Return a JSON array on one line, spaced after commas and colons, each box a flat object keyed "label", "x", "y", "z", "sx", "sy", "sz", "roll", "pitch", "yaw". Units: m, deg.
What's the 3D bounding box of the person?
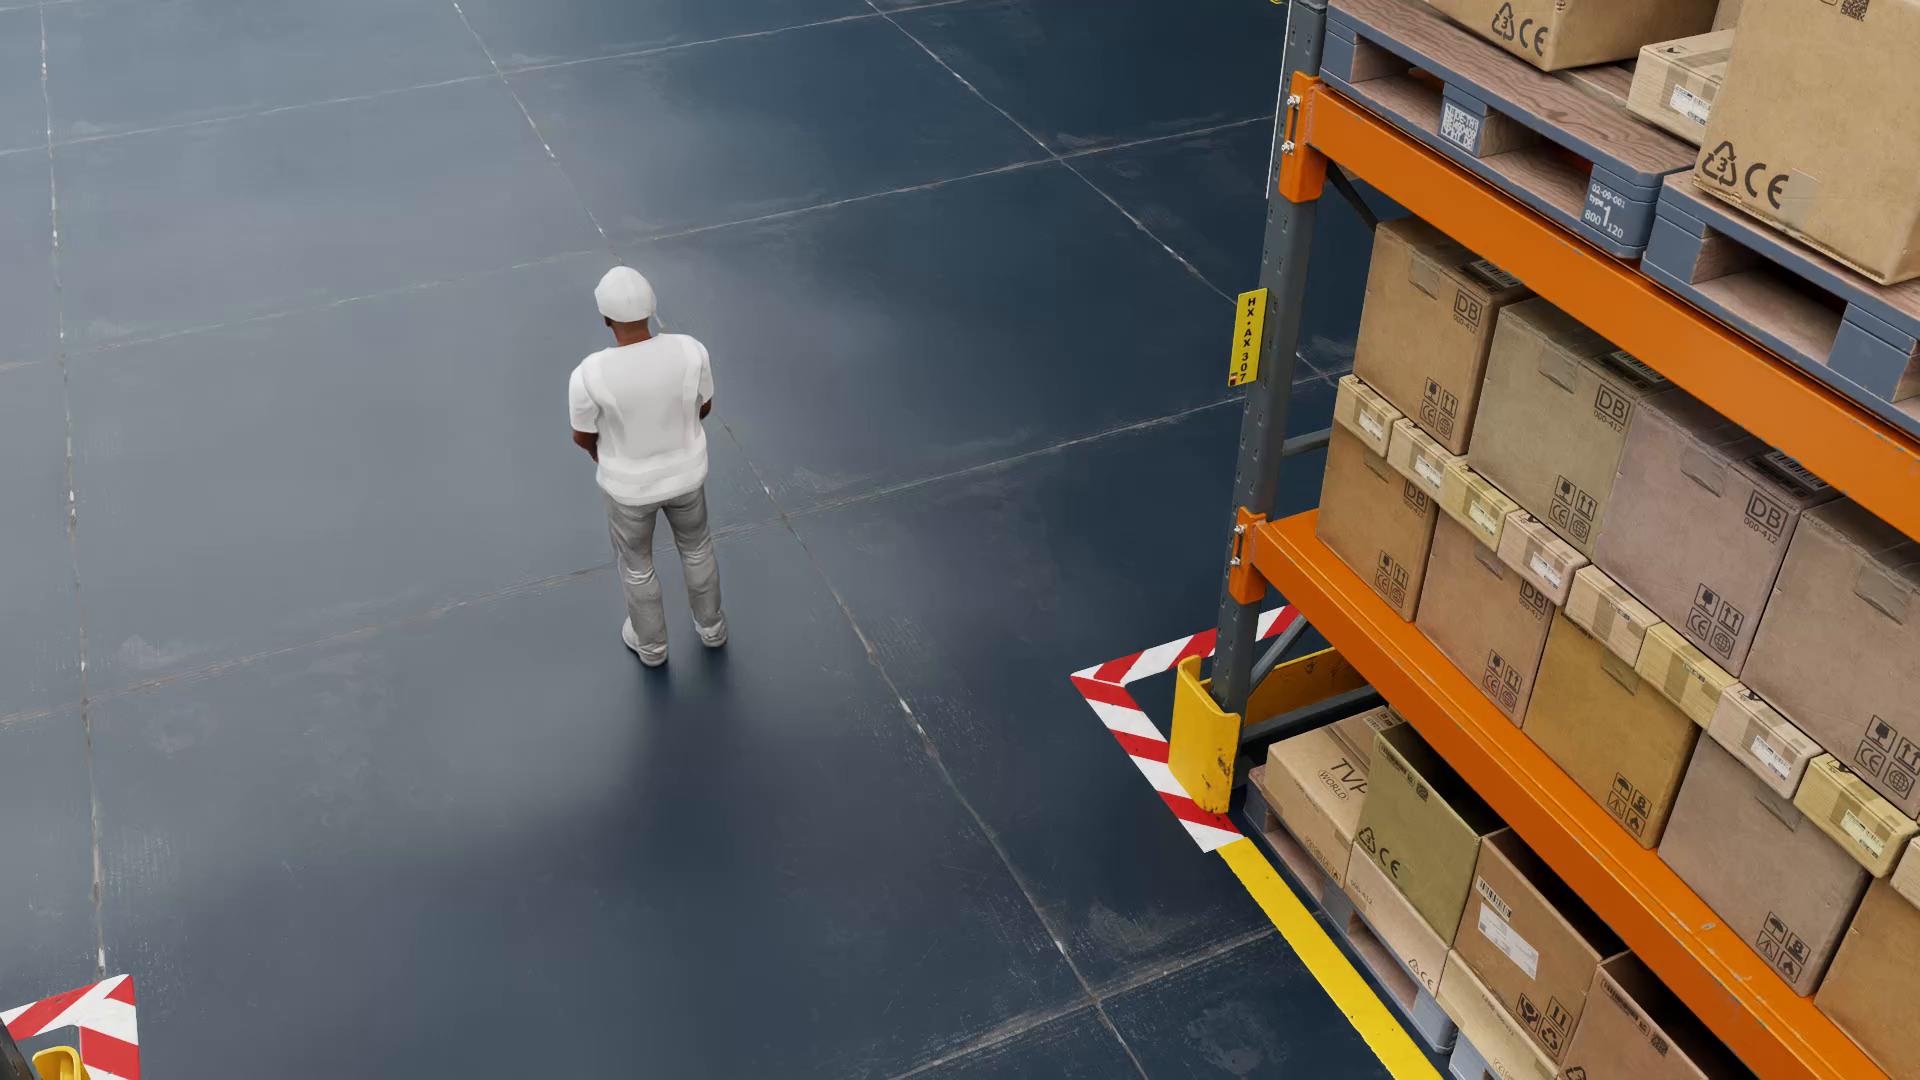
[{"label": "person", "x": -1.227, "y": -0.296, "z": 6.520, "sx": 0.558, "sy": 1.769, "sz": 0.520, "roll": -16, "pitch": 40, "yaw": -20}]
